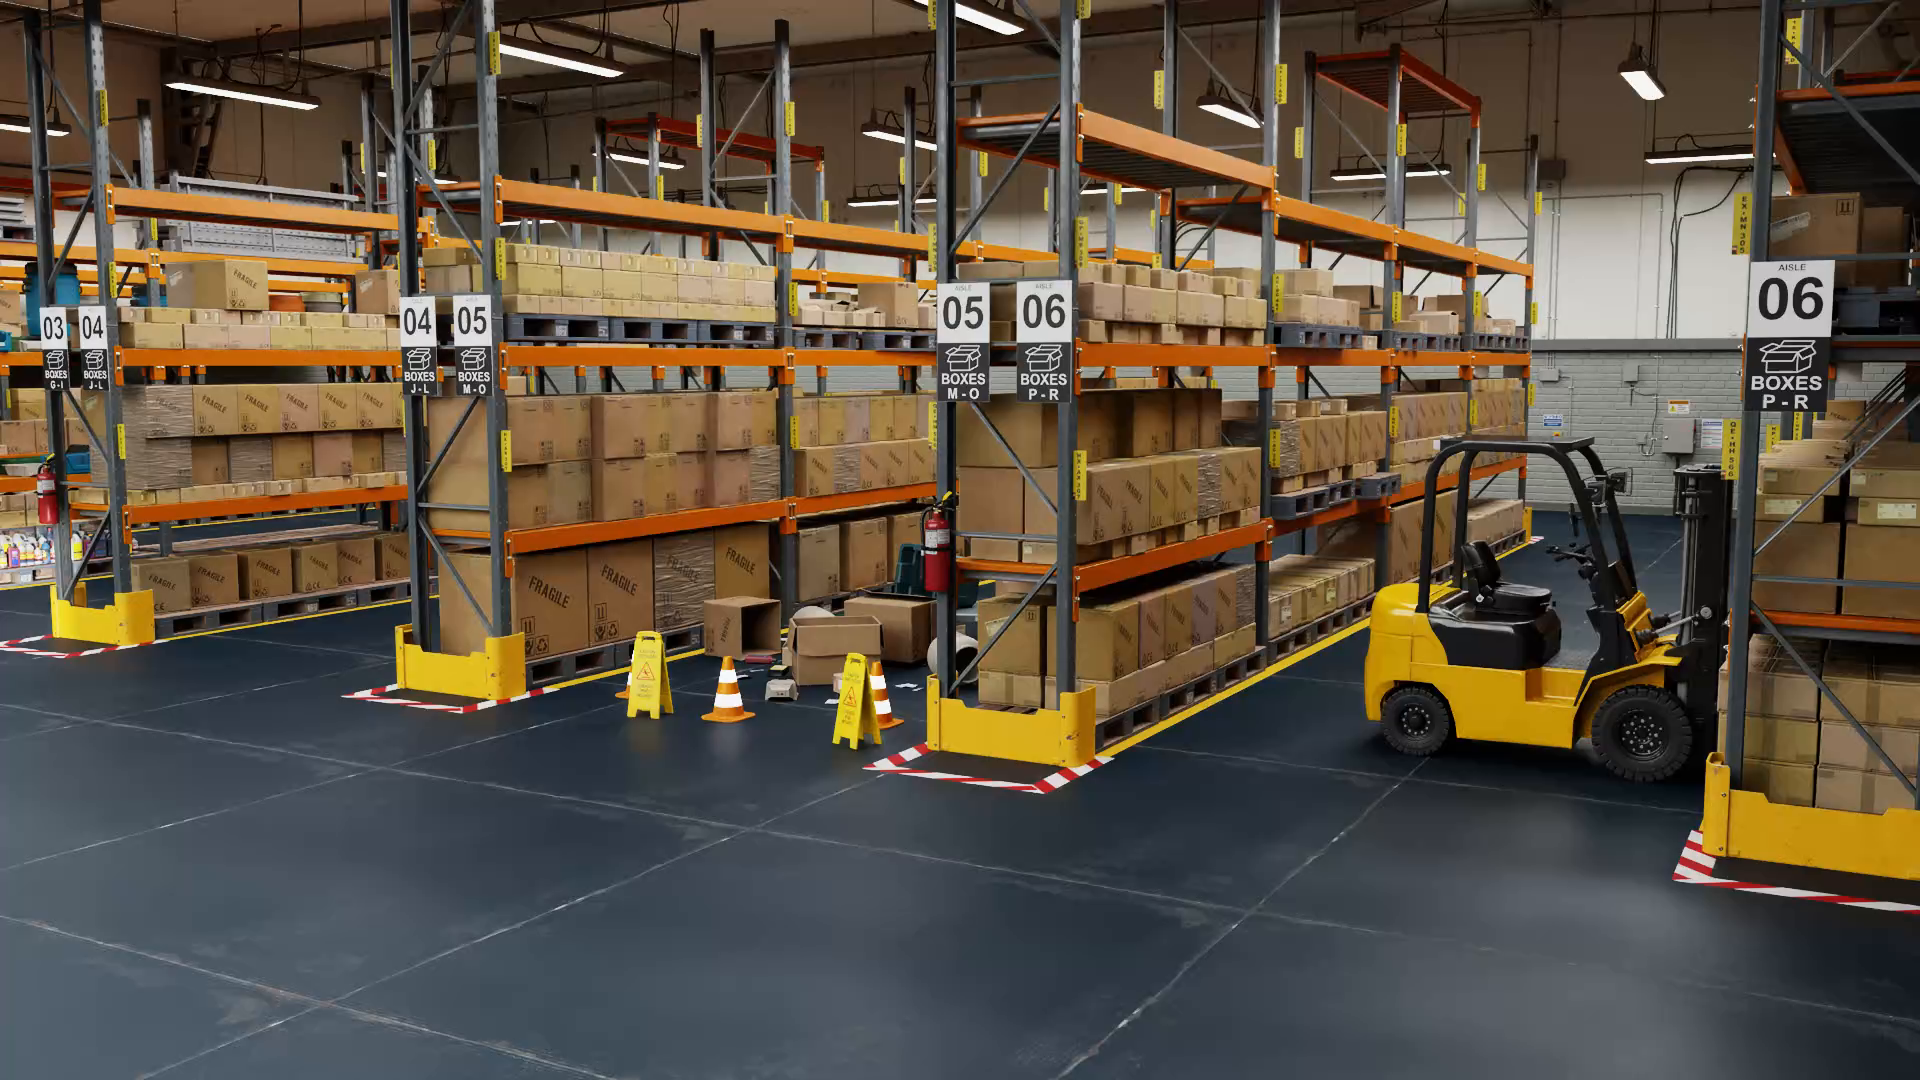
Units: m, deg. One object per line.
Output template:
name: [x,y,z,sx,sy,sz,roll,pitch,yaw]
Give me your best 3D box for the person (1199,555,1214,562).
person: [3.328,-0.463,22.009,0.435,1.727,0.566,5,8,41]
